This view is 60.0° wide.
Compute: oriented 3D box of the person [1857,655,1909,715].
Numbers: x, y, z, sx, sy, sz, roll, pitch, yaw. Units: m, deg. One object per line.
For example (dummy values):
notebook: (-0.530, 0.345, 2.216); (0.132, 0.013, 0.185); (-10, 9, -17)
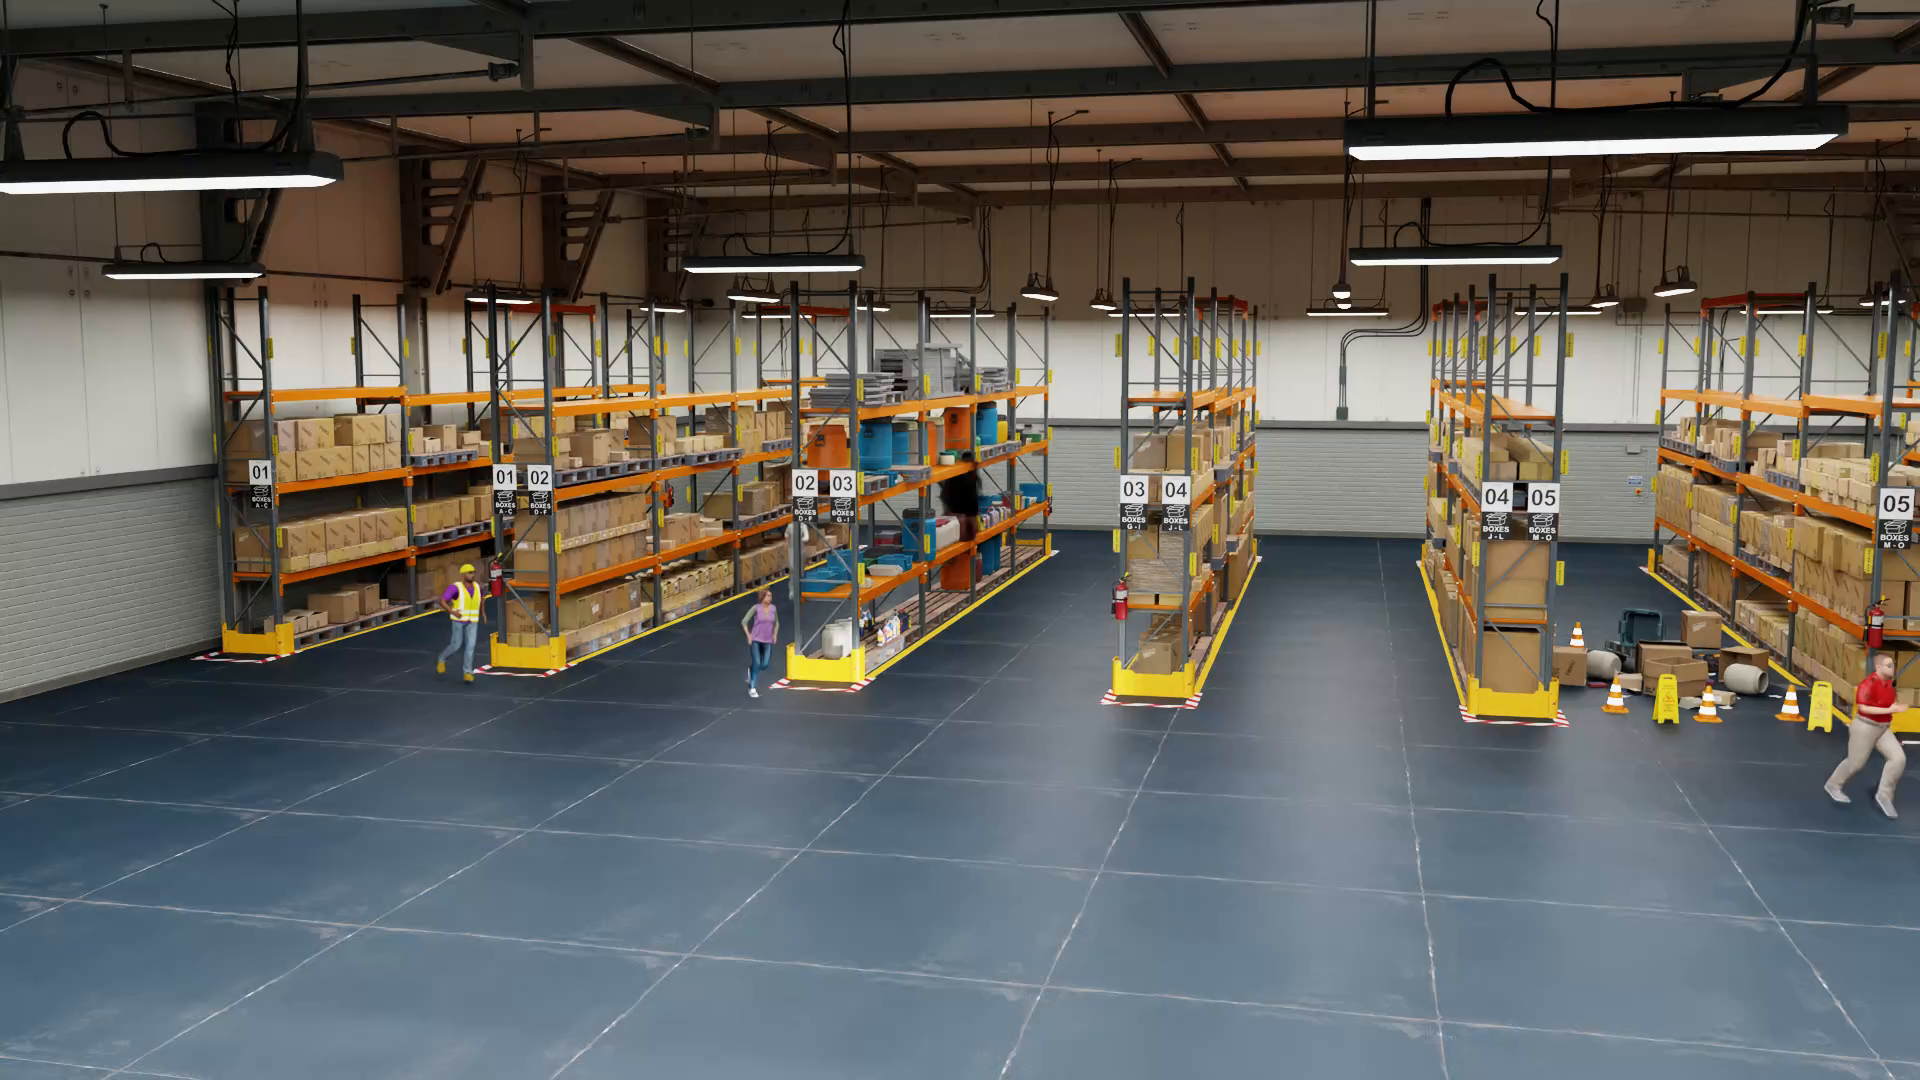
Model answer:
person: (9.905, 1.642, 17.872); (0.687, 0.832, 0.645); (-4, 8, -31)

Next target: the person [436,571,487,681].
person: (-7.506, 1.256, 25.294); (0.765, 1.690, 0.948); (-6, 9, -42)

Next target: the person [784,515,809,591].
person: (-3.124, 0.246, 31.740); (0.509, 1.425, 0.685); (0, 7, 4)

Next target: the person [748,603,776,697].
person: (-2.919, 1.581, 24.246); (0.434, 1.332, 0.544); (-3, 7, -28)
